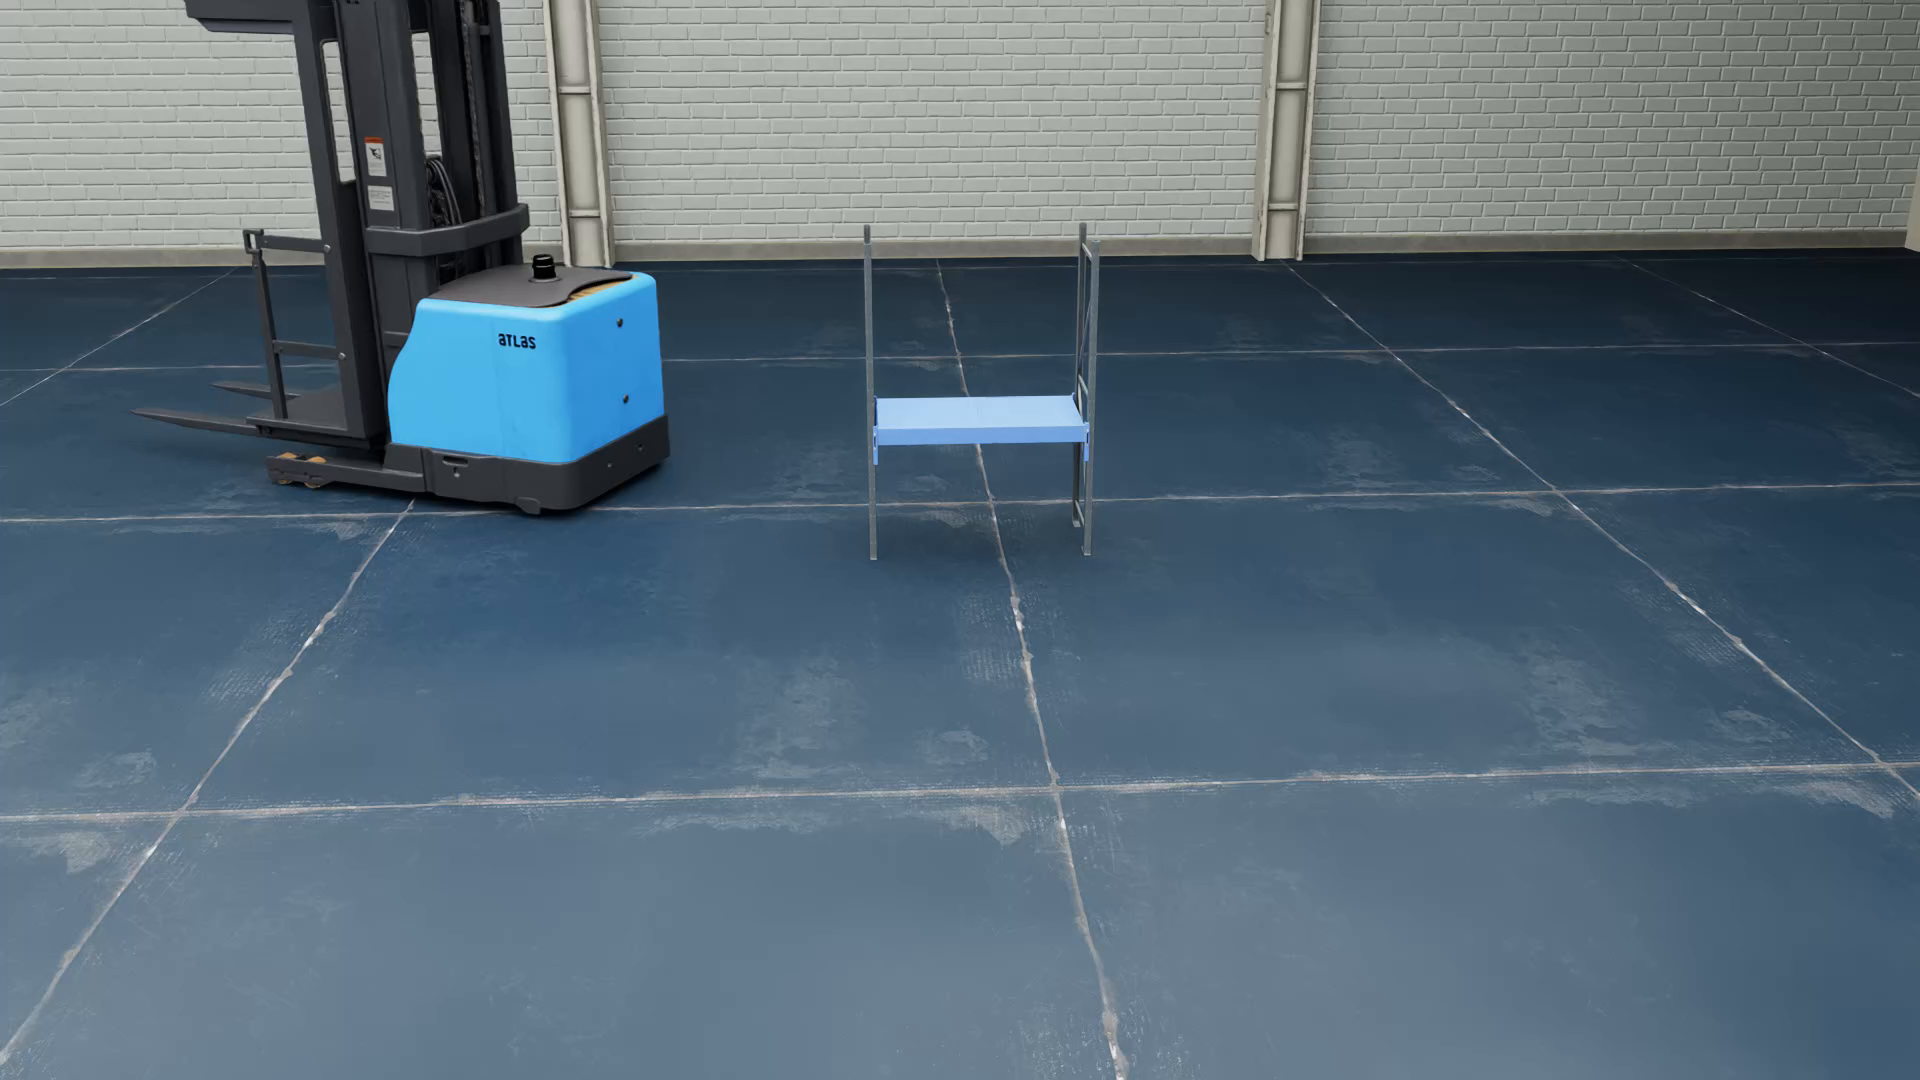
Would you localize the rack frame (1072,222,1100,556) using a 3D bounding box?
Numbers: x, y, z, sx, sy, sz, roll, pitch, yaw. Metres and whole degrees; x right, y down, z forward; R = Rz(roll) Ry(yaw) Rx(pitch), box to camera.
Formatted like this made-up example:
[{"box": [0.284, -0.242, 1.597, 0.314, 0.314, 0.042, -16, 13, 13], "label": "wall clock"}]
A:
[{"box": [0.593, -0.713, 7.886, 0.032, 1.500, 0.500, -1, 21, -3], "label": "rack frame"}]

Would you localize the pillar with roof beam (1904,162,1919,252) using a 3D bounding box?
[{"box": [9.032, -5.299, 9.393, 0.400, 9.000, 9.100, -1, 21, -3], "label": "pillar with roof beam"}]

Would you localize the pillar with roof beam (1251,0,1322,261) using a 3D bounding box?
[{"box": [3.042, -5.177, 9.072, 0.400, 9.000, 9.100, -1, 21, -3], "label": "pillar with roof beam"}]

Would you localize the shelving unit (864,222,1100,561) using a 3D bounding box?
[{"box": [0.085, -0.703, 7.859, 1.048, 1.500, 0.538, -1, 21, -3], "label": "shelving unit"}]

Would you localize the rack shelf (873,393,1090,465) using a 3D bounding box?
[{"box": [0.085, -0.535, 7.923, 1.000, 0.185, 0.538, -1, 21, -3], "label": "rack shelf"}]

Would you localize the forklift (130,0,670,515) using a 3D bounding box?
[{"box": [-3.166, -1.808, 8.751, 3.031, 2.935, 1.130, 8, 22, 19], "label": "forklift"}]

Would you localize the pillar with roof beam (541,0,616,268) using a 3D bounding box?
[{"box": [-2.949, -5.055, 8.752, 0.400, 9.000, 9.100, -1, 21, -3], "label": "pillar with roof beam"}]

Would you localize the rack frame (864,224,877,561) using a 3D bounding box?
[{"box": [-0.422, -0.692, 7.832, 0.032, 1.500, 0.500, -1, 21, -3], "label": "rack frame"}]
